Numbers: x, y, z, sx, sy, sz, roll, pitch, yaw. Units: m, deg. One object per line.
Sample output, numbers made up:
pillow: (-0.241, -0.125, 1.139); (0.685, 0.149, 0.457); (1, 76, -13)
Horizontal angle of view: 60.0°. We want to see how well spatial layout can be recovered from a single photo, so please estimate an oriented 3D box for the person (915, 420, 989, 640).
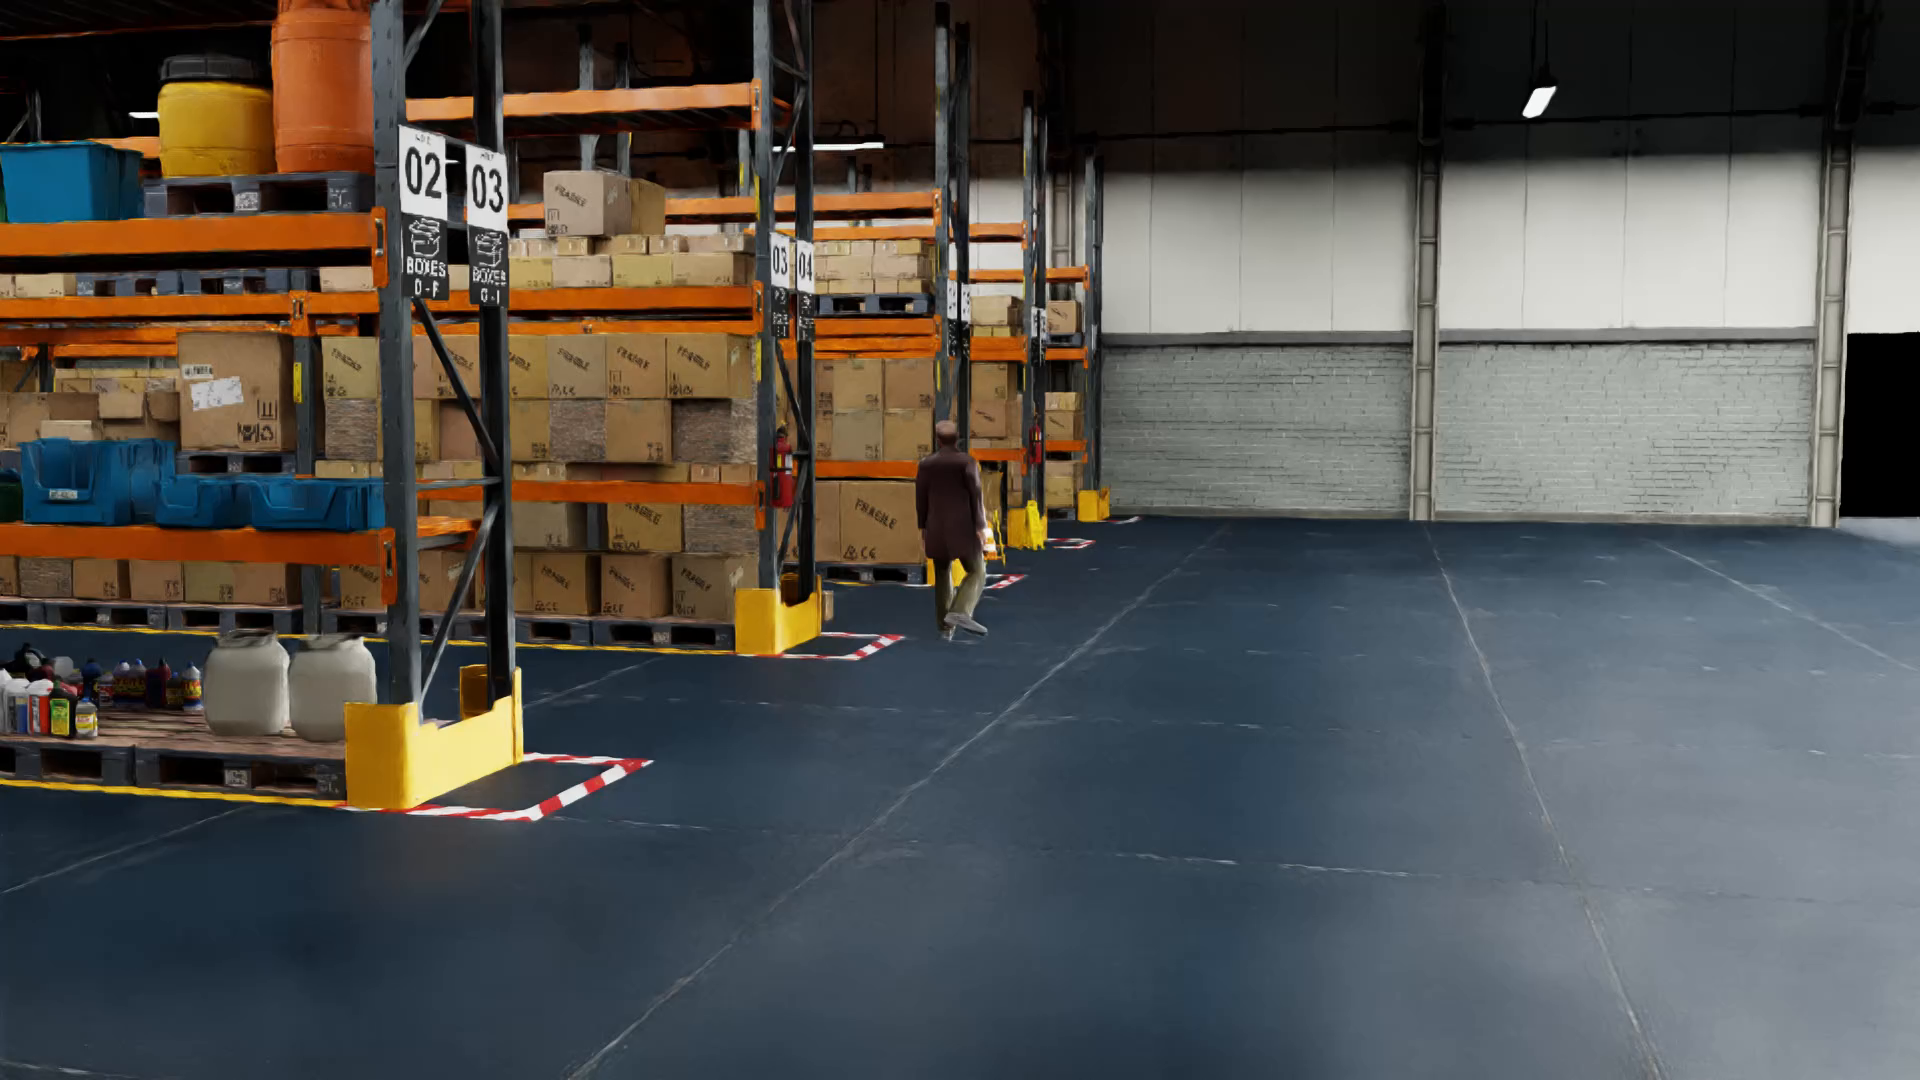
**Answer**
person: (-0.034, -0.066, 13.273); (0.788, 1.770, 0.666); (2, 5, 25)
